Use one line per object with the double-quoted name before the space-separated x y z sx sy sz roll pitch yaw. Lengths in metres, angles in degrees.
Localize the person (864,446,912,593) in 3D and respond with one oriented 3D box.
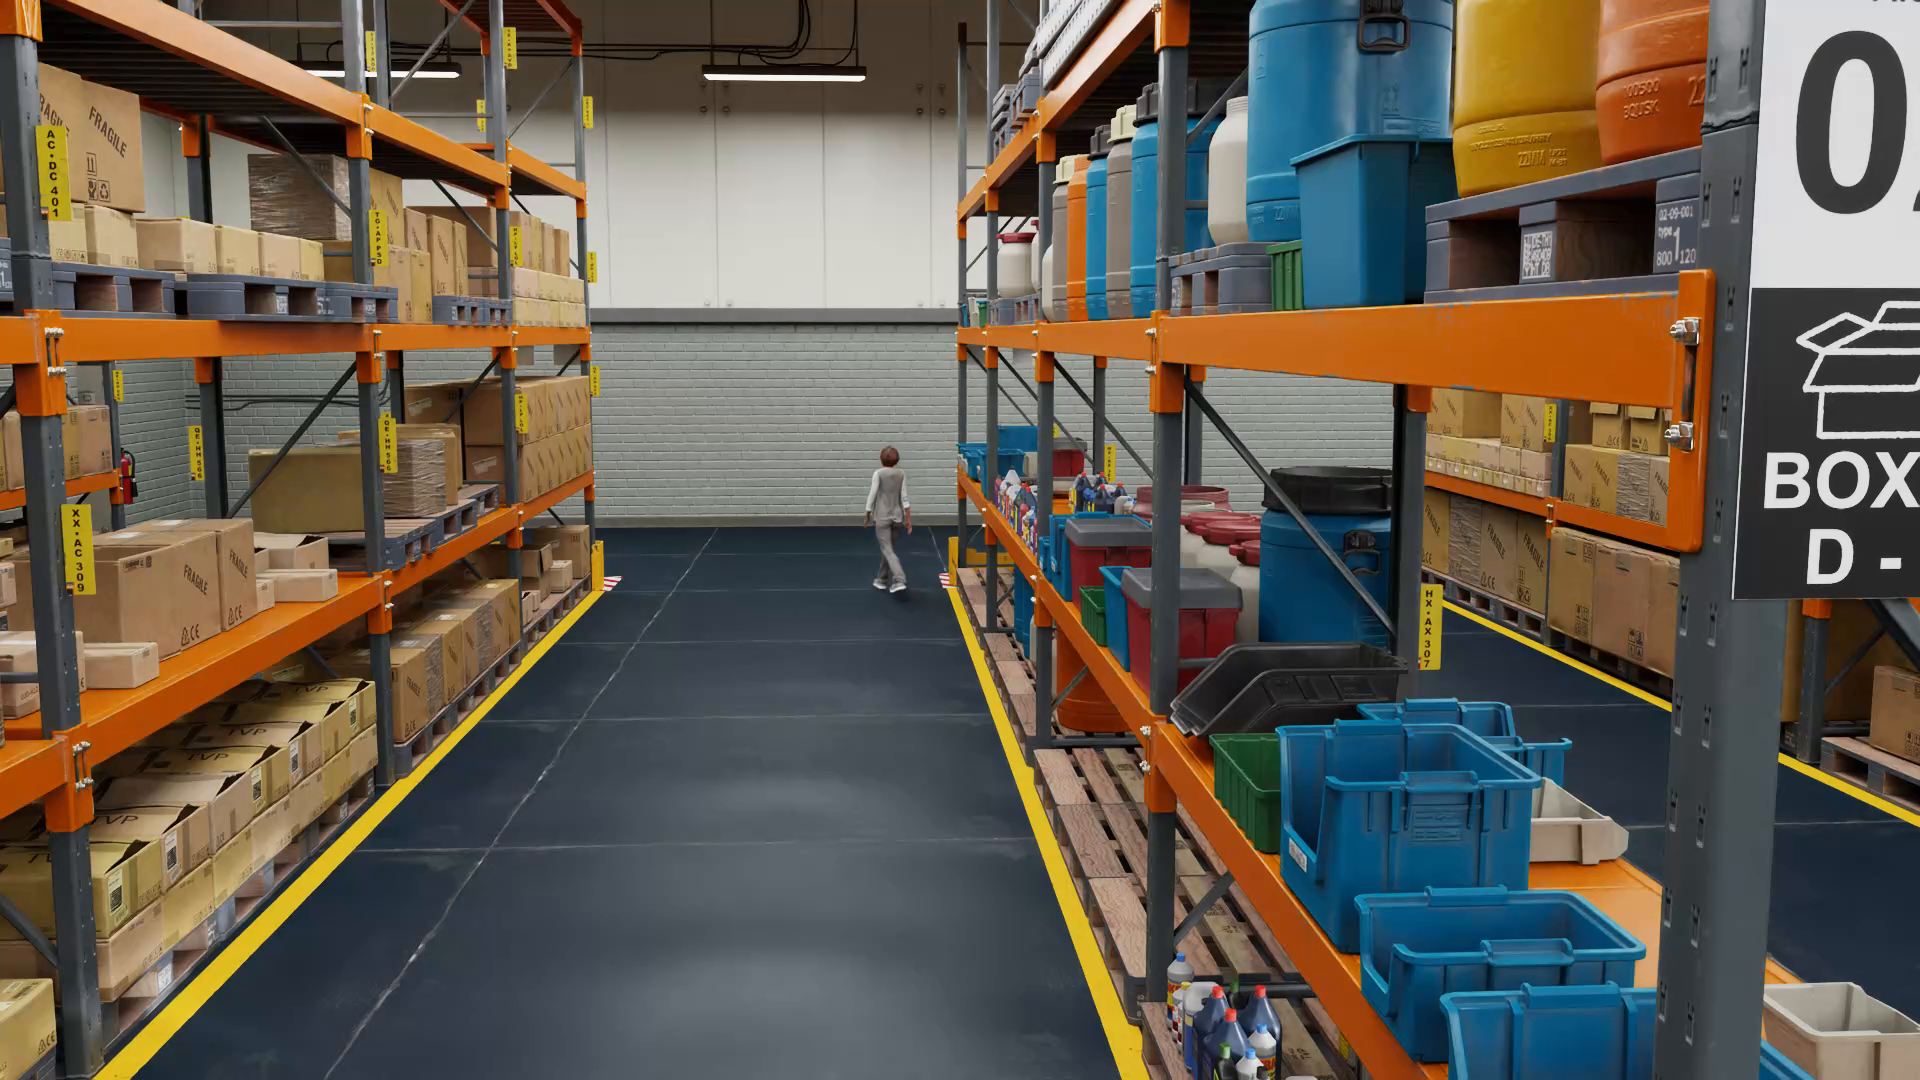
"person" -0.760 -0.218 17.521 0.445 1.548 0.931 -4 8 -31
